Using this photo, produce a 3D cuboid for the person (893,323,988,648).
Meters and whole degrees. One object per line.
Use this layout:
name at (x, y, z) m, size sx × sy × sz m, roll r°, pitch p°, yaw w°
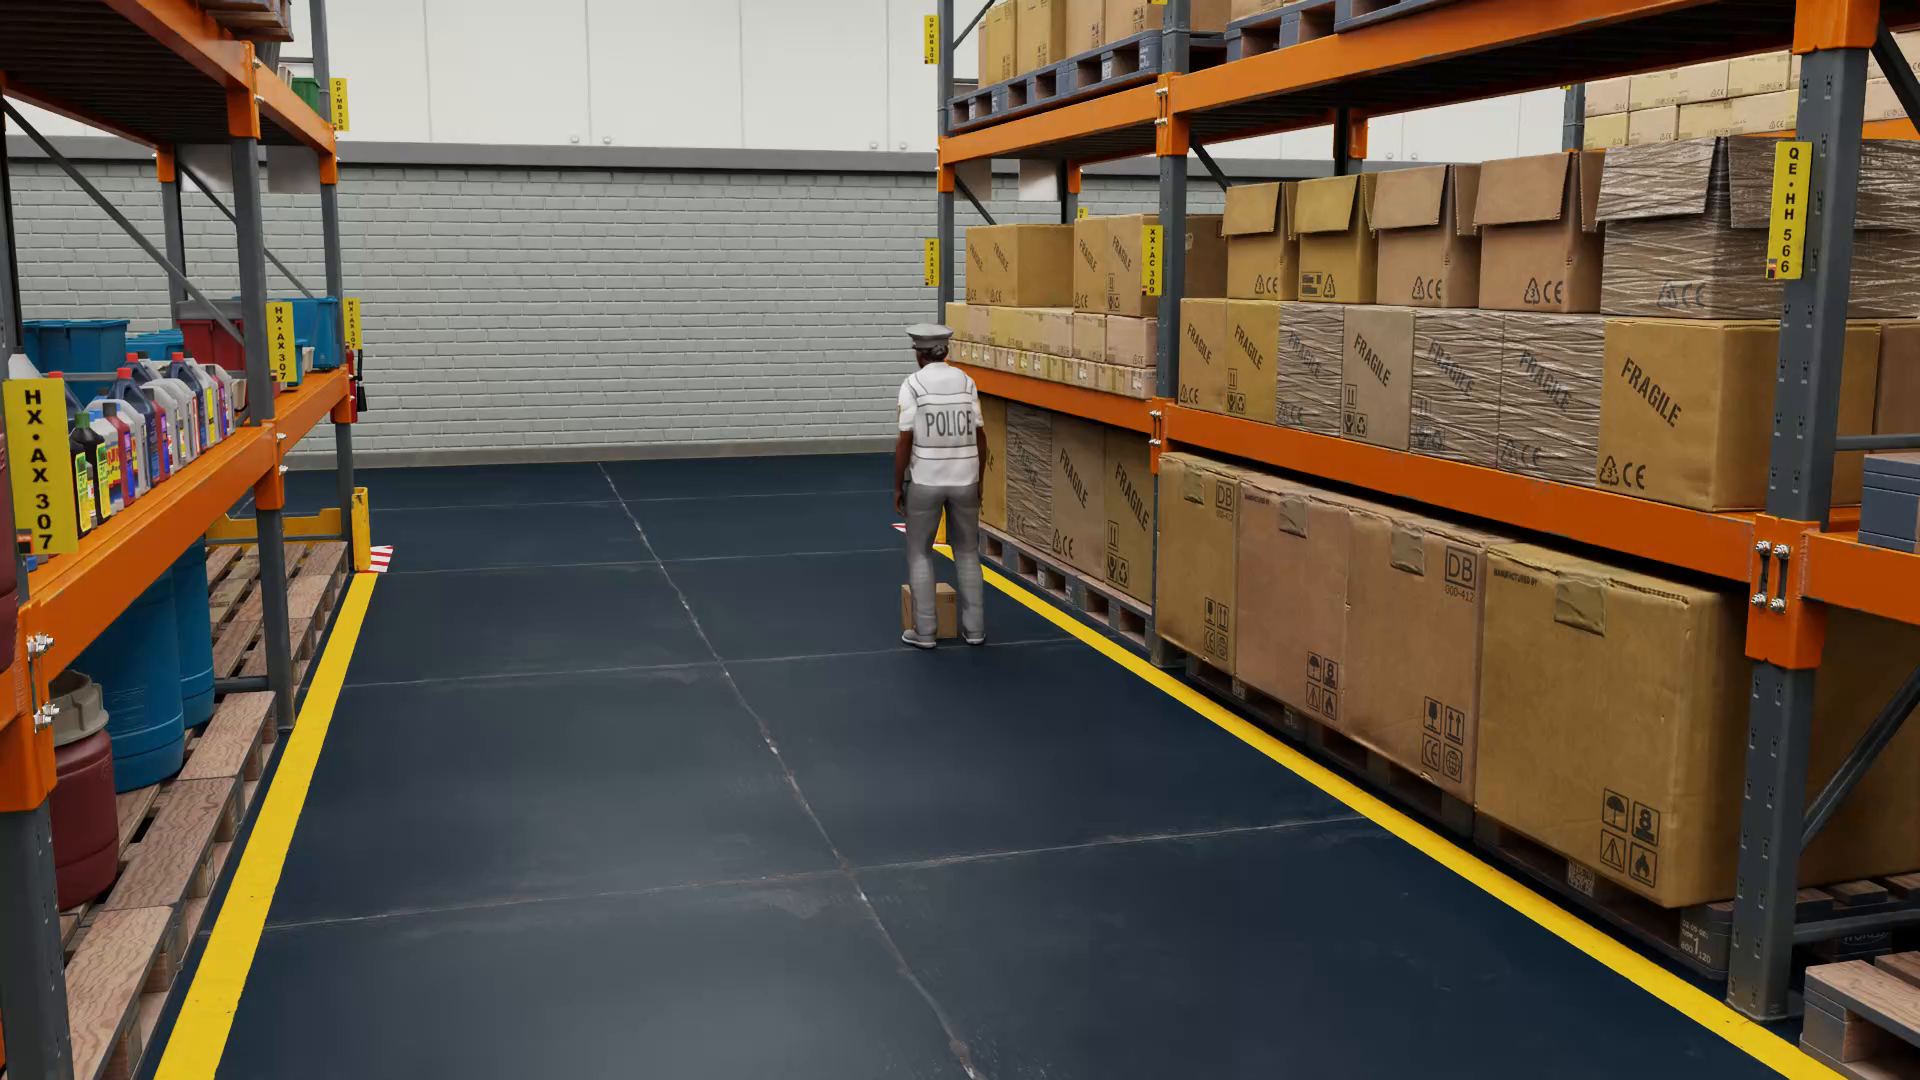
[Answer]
person at (-0.093, -0.278, 8.565) m, size 0.521 × 1.659 × 0.398 m, roll -3°, pitch 10°, yaw -17°
